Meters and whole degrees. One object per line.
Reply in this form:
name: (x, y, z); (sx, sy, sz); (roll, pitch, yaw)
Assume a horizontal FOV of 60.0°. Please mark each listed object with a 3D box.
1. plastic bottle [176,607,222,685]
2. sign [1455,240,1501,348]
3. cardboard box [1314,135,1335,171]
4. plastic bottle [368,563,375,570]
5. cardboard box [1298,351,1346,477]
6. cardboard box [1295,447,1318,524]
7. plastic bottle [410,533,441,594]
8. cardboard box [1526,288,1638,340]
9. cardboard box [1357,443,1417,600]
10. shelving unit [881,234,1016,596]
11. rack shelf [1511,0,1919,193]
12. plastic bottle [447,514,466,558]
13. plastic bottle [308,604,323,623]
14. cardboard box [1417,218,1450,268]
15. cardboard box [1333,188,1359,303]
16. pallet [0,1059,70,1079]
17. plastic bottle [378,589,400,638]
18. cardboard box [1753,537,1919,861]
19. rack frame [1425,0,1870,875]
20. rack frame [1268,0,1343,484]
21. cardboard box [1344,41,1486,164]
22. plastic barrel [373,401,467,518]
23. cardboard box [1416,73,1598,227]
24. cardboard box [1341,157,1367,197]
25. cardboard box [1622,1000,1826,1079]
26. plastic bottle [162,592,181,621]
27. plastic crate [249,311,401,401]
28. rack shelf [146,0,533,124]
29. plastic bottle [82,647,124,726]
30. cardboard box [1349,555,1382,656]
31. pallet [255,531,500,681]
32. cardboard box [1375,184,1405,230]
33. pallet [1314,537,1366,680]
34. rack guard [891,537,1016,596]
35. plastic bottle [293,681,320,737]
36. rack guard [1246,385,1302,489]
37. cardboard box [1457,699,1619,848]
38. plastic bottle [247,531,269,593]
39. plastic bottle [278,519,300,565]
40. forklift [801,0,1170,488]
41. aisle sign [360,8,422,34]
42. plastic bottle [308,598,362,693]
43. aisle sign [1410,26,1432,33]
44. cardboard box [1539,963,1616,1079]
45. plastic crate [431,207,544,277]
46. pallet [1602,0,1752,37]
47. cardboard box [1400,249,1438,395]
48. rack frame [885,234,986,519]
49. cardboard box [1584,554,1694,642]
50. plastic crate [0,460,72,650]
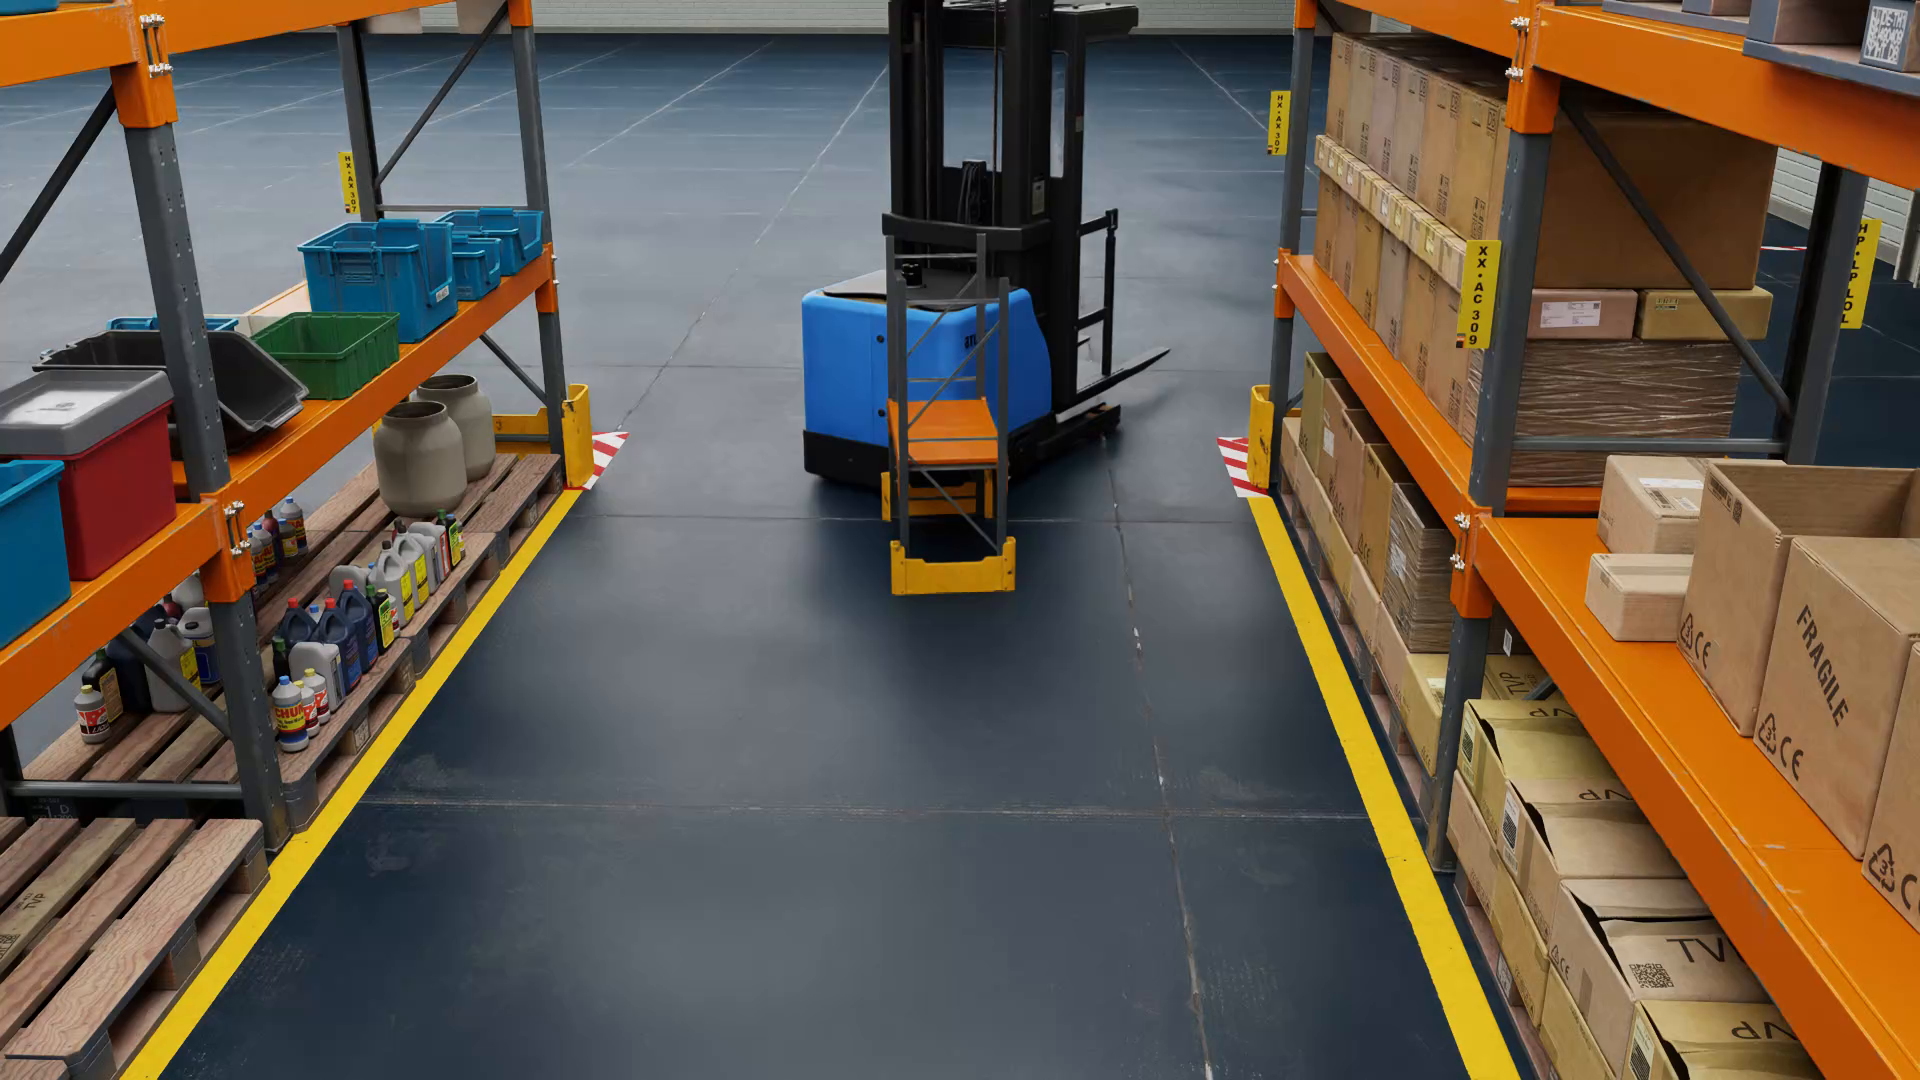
plastic bottle: (-2.965, 0.411, 6.480); (0.152, 0.276, 0.135); (1, 21, 2)
sign: (1.545, -0.731, 4.960); (0.100, 0.325, 0.005); (1, 21, 2)
cardboard box: (1.995, -1.941, 8.349); (0.380, 0.149, 0.250); (0, 21, 1)
plastic bottle: (-2.509, 0.197, 7.136); (0.097, 0.201, 0.097); (0, 21, 0)
cardboard box: (1.970, -0.623, 8.171); (0.500, 0.500, 0.500); (1, 21, 2)
cardboard box: (1.972, -0.273, 8.306); (0.500, 0.250, 0.500); (1, 21, 2)
plastic bottle: (-2.386, 0.087, 7.314); (0.152, 0.276, 0.135); (0, 21, 0)
cardboard box: (1.894, -0.735, 5.241); (0.380, 0.149, 0.250); (1, 21, 2)
cardboard box: (1.934, -0.080, 6.773); (0.500, 0.500, 0.500); (1, 21, 2)
shelving unit: (-0.076, -0.637, 8.098); (0.587, 1.500, 1.083); (-2, 21, -5)
rack shelf: (2.039, -0.625, 2.841); (1.077, 0.370, 4.000); (1, 21, 2)
plastic bottle: (-2.347, -0.019, 7.691); (0.097, 0.201, 0.097); (0, 21, 0)
plastic bottle: (-2.528, 0.385, 6.554); (0.097, 0.271, 0.097); (0, 21, 0)
cardboard box: (1.927, -1.103, 6.189); (0.380, 0.149, 0.250); (1, 21, 1)
cardboard box: (2.184, -1.419, 7.902); (0.700, 0.500, 0.500); (1, 21, 3)
pallet: (-2.870, 1.686, 3.893); (1.003, 0.211, 1.213); (1, 21, 2)
plastic bottle: (-2.374, 0.301, 6.867); (0.097, 0.201, 0.097); (0, 21, 0)
cardboard box: (2.029, 0.317, 3.426); (0.500, 0.500, 0.500); (1, 21, 2)
rack frame: (2.100, -0.285, 5.117); (1.000, 3.000, 0.127); (1, 21, 2)
rack frame: (2.222, -1.731, 8.844); (1.000, 3.000, 0.127); (1, 21, 2)
cardboard box: (2.183, -2.005, 7.617); (0.700, 0.500, 0.500); (0, 21, 0)
plastic barrel: (-2.688, -0.403, 8.280); (0.421, 0.512, 0.421); (0, 21, 0)
cardboard box: (2.137, -1.461, 6.216); (0.700, 0.500, 0.500); (1, 21, 2)
cardboard box: (1.970, -1.664, 7.636); (0.380, 0.149, 0.250); (0, 21, 1)
cardboard box: (1.793, 1.242, 3.626); (0.500, 0.311, 0.500); (1, 21, 3)
plastic bottle: (-3.150, 0.356, 6.613); (0.061, 0.283, 0.133); (2, 21, 5)
plastic crate: (-2.527, -0.730, 6.556); (0.450, 0.188, 0.662); (1, 21, 2)
rack shelf: (-2.790, -2.127, 6.712); (1.077, 0.370, 4.000); (1, 21, 2)
plastic bottle: (-3.166, 0.543, 6.130); (0.061, 0.283, 0.133); (2, 21, 4)
cardboard box: (1.921, 0.269, 6.909); (0.500, 0.250, 0.500); (1, 21, 2)
pallet: (-2.754, 0.274, 7.530); (1.003, 0.211, 1.213); (1, 21, 2)
cardboard box: (1.947, -1.385, 6.917); (0.380, 0.149, 0.250); (1, 21, 2)
pallet: (2.201, 0.285, 7.501); (1.003, 0.211, 1.213); (1, 21, 2)
rack guard: (-0.032, 0.125, 7.862); (0.587, 0.250, 0.087); (-2, 21, -5)
plastic bottle: (-2.400, 0.611, 6.067); (0.097, 0.201, 0.097); (0, 21, 0)
rack guard: (2.223, -0.575, 9.319); (1.175, 0.500, 0.348); (1, 21, 2)
cardboard box: (1.839, 0.686, 5.059); (0.500, 0.311, 0.500); (1, 21, 2)
plastic bottle: (-3.109, 0.092, 7.309); (0.097, 0.271, 0.097); (0, 21, 0)
plastic bottle: (-3.099, 0.002, 7.638); (0.097, 0.201, 0.097); (0, 21, 0)
forklift: (0.333, -2.054, 9.770); (1.130, 2.935, 3.031); (13, 25, 30)
aisle sign: (-3.020, -3.028, 8.594); (0.394, 0.787, 0.004); (1, 21, 2)
plastic bottle: (-2.411, 0.402, 6.401); (0.144, 0.351, 0.185); (1, 21, 3)
aisle sign: (2.517, -2.964, 8.427); (0.394, 0.787, 0.004); (1, 21, 2)
cardboard box: (1.810, 1.316, 4.211); (0.500, 0.250, 0.500); (0, 21, 0)
plastic crate: (-2.445, -1.534, 8.540); (0.499, 0.251, 0.616); (1, 21, 2)
pallet: (2.086, -1.275, 3.787); (0.805, 0.209, 1.217); (0, 21, -1)
cardboard box: (2.136, -0.864, 6.472); (0.700, 0.500, 0.500); (1, 21, 2)
rack frame: (-0.122, -0.824, 8.579); (0.500, 1.500, 0.032); (-2, 21, -5)
cardboard box: (1.869, 0.150, 4.343); (0.380, 0.149, 0.250); (1, 21, 2)
plastic crate: (-2.573, 0.069, 4.227); (0.392, 0.384, 0.575); (1, 21, 2)
